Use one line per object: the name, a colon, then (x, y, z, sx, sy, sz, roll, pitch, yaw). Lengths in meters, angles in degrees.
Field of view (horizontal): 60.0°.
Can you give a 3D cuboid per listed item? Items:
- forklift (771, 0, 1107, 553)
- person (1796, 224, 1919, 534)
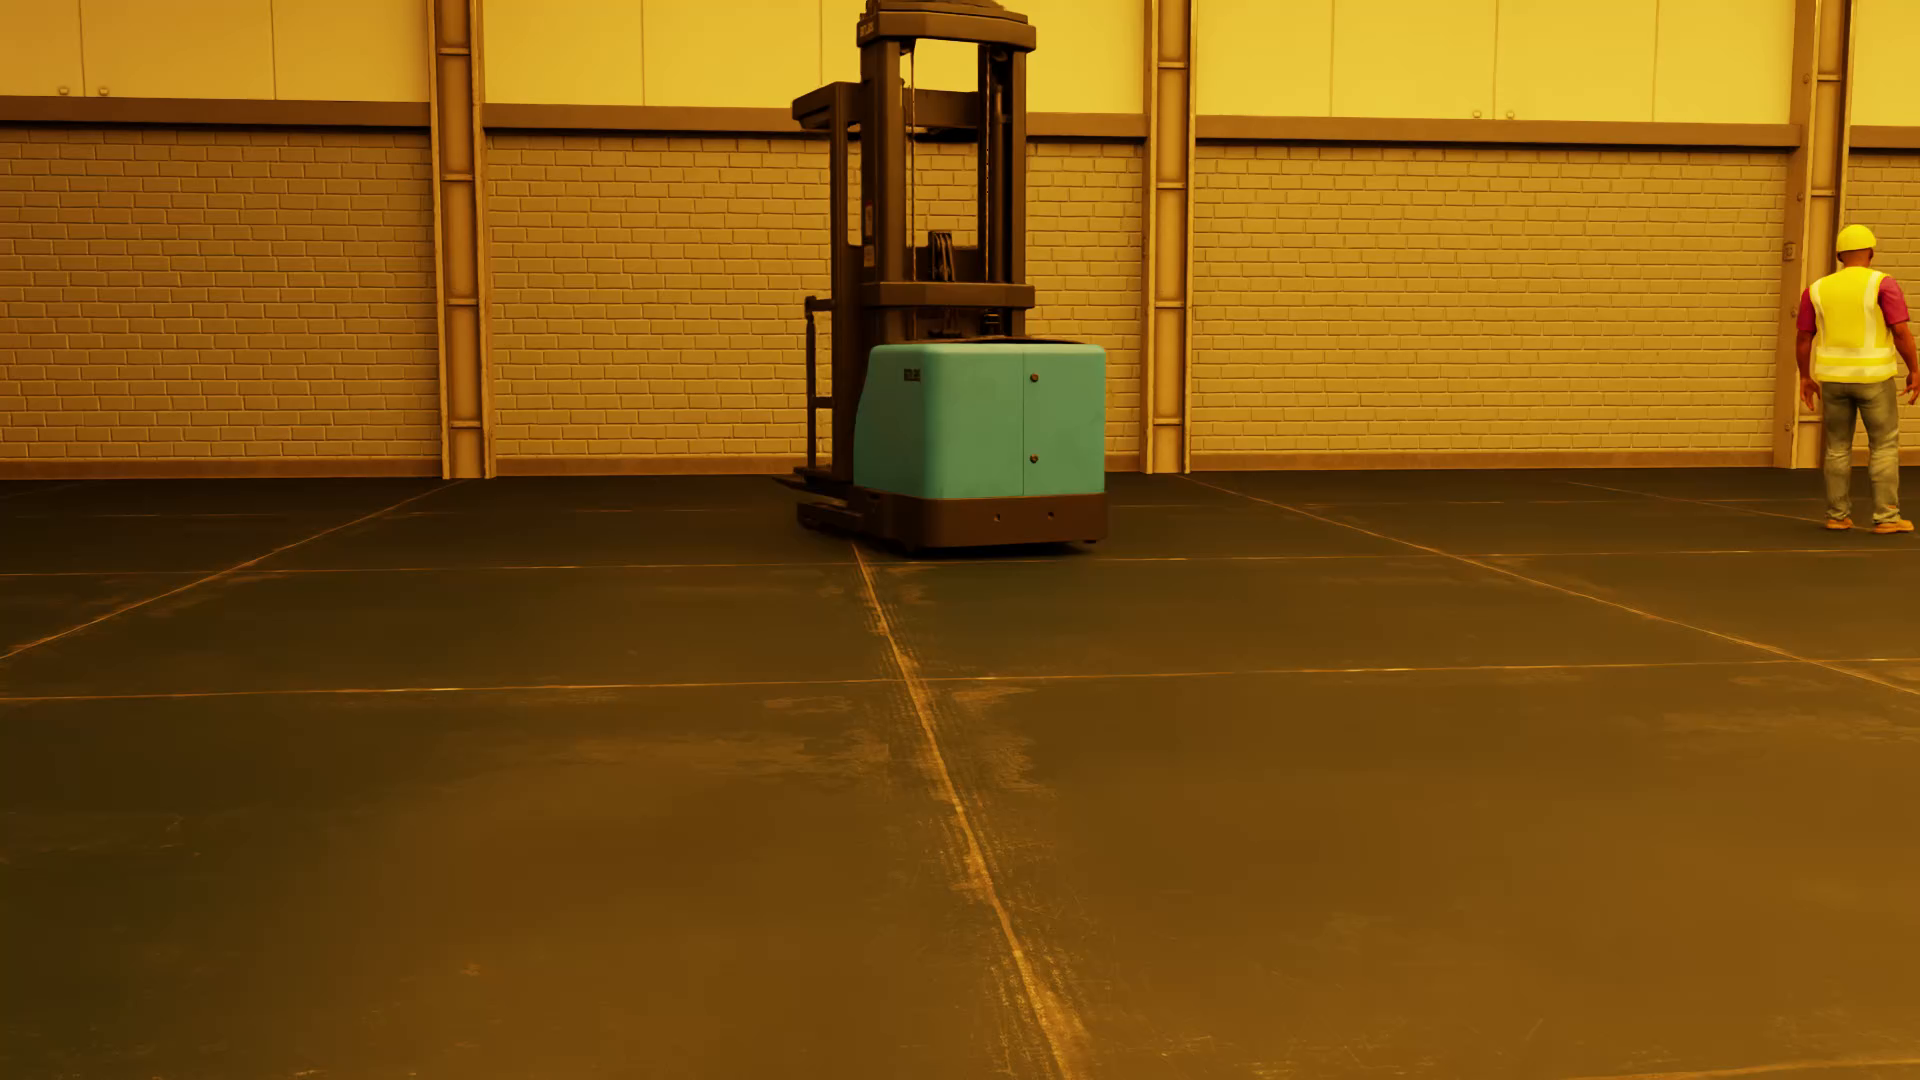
forklift: (-0.310, -1.516, 9.611, 1.130, 2.935, 3.031, -3, 7, -25)
person: (5.216, -0.929, 9.630, 0.504, 1.777, 0.661, -5, 8, -38)
